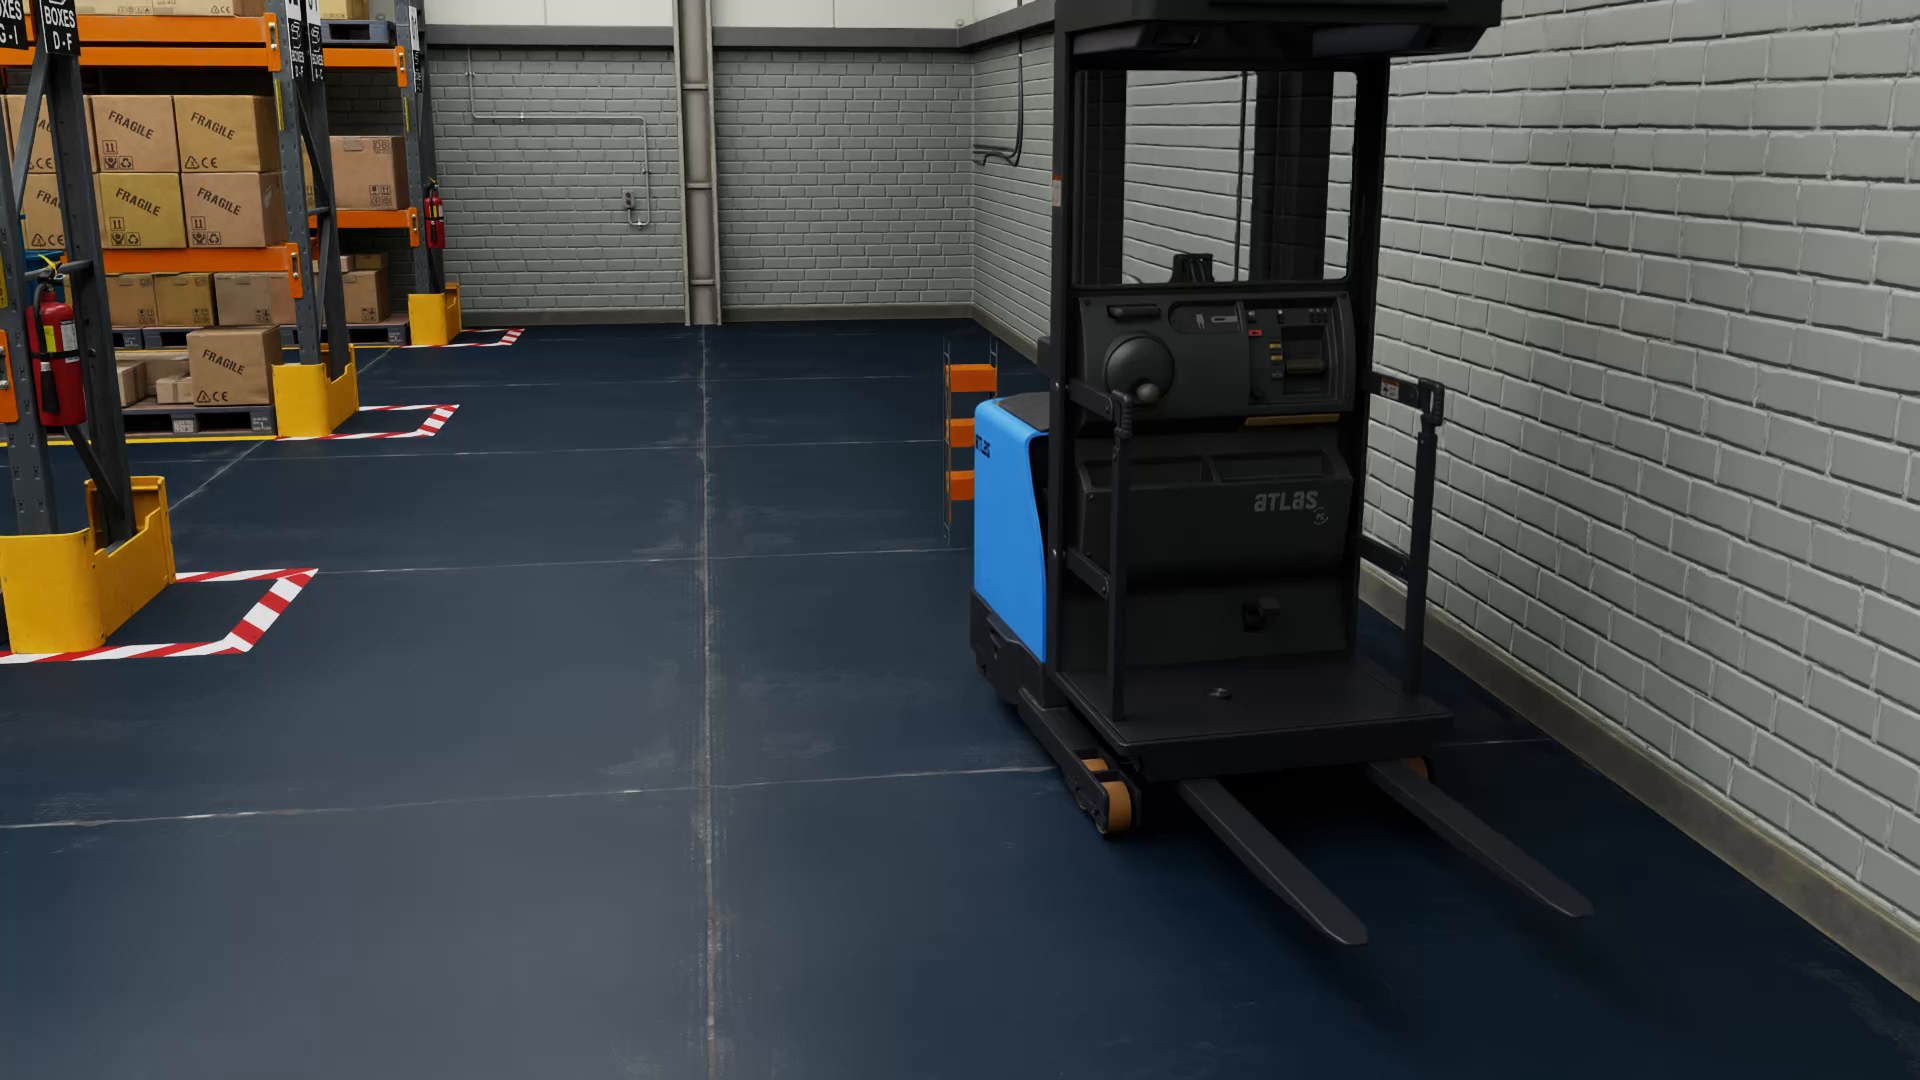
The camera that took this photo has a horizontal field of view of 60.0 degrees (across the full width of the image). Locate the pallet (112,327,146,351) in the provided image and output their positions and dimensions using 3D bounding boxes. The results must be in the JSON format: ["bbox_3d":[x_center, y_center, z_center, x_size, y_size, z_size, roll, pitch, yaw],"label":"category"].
[{"bbox_3d":[-8.526,-2.018,16.335,1.213,0.211,1.003,-2,14,-8],"label":"pallet"}]

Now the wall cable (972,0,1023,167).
[{"bbox_3d":[0.312,-5.030,16.662,0.112,2.526,3.097,-2,14,-8],"label":"wall cable"}]

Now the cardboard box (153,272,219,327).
[{"bbox_3d":[-7.530,-2.391,16.366,0.500,0.500,0.700,-2,14,-7],"label":"cardboard box"}]

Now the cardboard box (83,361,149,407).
[{"bbox_3d":[-6.038,-1.089,11.646,0.500,0.250,0.500,-2,14,-8],"label":"cardboard box"}]

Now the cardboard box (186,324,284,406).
[{"bbox_3d":[-5.094,-1.238,11.724,0.500,0.500,0.500,-2,14,-8],"label":"cardboard box"}]

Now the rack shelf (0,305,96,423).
[{"bbox_3d":[-5.836,-0.703,6.836,4.000,0.370,1.077,-2,14,-8],"label":"rack shelf"}]

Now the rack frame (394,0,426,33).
[{"bbox_3d":[-5.335,-6.417,15.810,0.127,3.000,1.000,-2,14,-8],"label":"rack frame"}]

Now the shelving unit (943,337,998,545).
[{"bbox_3d":[0.053,-0.511,8.602,0.252,1.050,0.215,-2,14,-8],"label":"shelving unit"}]

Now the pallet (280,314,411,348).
[{"bbox_3d":[-6.114,-2.107,16.688,1.213,0.211,1.003,-2,14,-8],"label":"pallet"}]

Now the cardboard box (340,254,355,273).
[{"bbox_3d":[-6.112,-2.715,16.323,0.250,0.149,0.380,-2,14,-9],"label":"cardboard box"}]

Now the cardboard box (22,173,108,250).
[{"bbox_3d":[-6.002,-2.246,11.306,0.500,0.500,0.500,-2,14,-8],"label":"cardboard box"}]

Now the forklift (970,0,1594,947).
[{"bbox_3d":[0.888,-0.618,5.160,1.130,2.935,3.031,-3,14,-13],"label":"forklift"}]

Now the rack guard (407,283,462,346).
[{"bbox_3d":[-5.311,-2.295,16.847,0.348,0.500,1.175,-2,14,-8],"label":"rack guard"}]

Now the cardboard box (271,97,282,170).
[{"bbox_3d":[-5.071,-2.896,11.844,0.500,0.500,0.500,-2,14,-7],"label":"cardboard box"}]

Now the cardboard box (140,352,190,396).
[{"bbox_3d":[-5.667,-1.226,12.191,0.500,0.250,0.500,-2,14,-8],"label":"cardboard box"}]

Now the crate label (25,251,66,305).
[{"bbox_3d":[-4.152,-1.142,7.330,0.303,0.233,0.416,-2,14,-8],"label":"crate label"}]

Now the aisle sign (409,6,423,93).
[{"bbox_3d":[-5.219,-4.698,15.946,0.004,0.787,0.394,-2,14,-8],"label":"aisle sign"}]

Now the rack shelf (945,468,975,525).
[{"bbox_3d":[0.053,-0.231,8.672,0.240,0.259,0.215,-2,14,-8],"label":"rack shelf"}]

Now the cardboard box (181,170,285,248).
[{"bbox_3d":[-4.995,-2.282,11.451,0.500,0.500,0.500,-2,14,-7],"label":"cardboard box"}]

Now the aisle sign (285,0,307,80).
[{"bbox_3d":[-4.480,-3.505,11.188,0.004,0.787,0.394,-2,14,-8],"label":"aisle sign"}]

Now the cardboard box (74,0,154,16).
[{"bbox_3d":[-5.558,-3.600,11.053,0.500,0.250,0.500,-2,14,-8],"label":"cardboard box"}]

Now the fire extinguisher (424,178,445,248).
[{"bbox_3d":[-5.117,-3.183,16.173,0.183,0.674,0.296,-2,14,-8],"label":"fire extinguisher"}]

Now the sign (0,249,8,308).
[{"bbox_3d":[-3.761,-1.071,6.492,0.005,0.325,0.100,-2,14,-8],"label":"sign"}]

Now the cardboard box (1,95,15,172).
[{"bbox_3d":[-6.511,-2.710,11.099,0.500,0.500,0.500,-2,14,-7],"label":"cardboard box"}]

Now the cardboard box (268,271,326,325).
[{"bbox_3d":[-6.507,-2.431,16.523,0.500,0.500,0.700,-2,14,-8],"label":"cardboard box"}]

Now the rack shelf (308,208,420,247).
[{"bbox_3d":[-7.312,-3.086,16.338,4.000,0.370,1.077,-2,14,-8],"label":"rack shelf"}]

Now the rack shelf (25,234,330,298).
[{"bbox_3d":[-6.571,-1.894,11.587,4.000,0.370,1.077,-2,14,-8],"label":"rack shelf"}]

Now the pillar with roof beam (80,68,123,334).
[{"bbox_3d":[-8.085,-5.470,12.033,0.400,9.000,9.100,-2,14,-8],"label":"pillar with roof beam"}]

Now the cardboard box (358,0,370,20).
[{"bbox_3d":[-6.093,-5.174,16.259,0.500,0.250,0.500,-1,14,-5],"label":"cardboard box"}]

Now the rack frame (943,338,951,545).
[{"bbox_3d":[-0.068,-0.507,8.584,0.008,1.050,0.200,-2,14,-8],"label":"rack frame"}]

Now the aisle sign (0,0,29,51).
[{"bbox_3d":[-3.744,-2.317,6.450,0.004,0.787,0.394,-2,14,-8],"label":"aisle sign"}]

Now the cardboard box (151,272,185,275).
[{"bbox_3d":[-7.653,-2.658,16.095,0.250,0.149,0.380,-3,14,-10],"label":"cardboard box"}]

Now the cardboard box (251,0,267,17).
[{"bbox_3d":[-5.139,-3.740,11.612,0.500,0.250,0.500,-2,14,-8],"label":"cardboard box"}]

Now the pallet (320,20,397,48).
[{"bbox_3d":[-6.067,-4.890,16.068,1.213,0.211,1.003,-2,14,-8],"label":"pallet"}]

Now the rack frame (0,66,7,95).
[{"bbox_3d":[-9.290,-3.362,15.961,0.127,3.000,1.000,-2,14,-8],"label":"rack frame"}]

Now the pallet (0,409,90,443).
[{"bbox_3d":[-6.660,-0.888,11.828,1.213,0.211,1.003,-2,14,-8],"label":"pallet"}]

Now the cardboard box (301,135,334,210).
[{"bbox_3d":[-6.555,-3.603,16.304,0.700,0.700,0.980,-2,14,-9],"label":"cardboard box"}]

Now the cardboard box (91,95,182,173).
[{"bbox_3d":[-5.491,-2.748,11.253,0.500,0.500,0.500,-2,14,-7],"label":"cardboard box"}]

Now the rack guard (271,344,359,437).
[{"bbox_3d":[-4.668,-1.100,12.082,0.348,0.500,1.175,-2,14,-8],"label":"rack guard"}]

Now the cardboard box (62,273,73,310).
[{"bbox_3d":[-8.535,-2.356,16.224,0.500,0.500,0.700,-2,14,-8],"label":"cardboard box"}]
